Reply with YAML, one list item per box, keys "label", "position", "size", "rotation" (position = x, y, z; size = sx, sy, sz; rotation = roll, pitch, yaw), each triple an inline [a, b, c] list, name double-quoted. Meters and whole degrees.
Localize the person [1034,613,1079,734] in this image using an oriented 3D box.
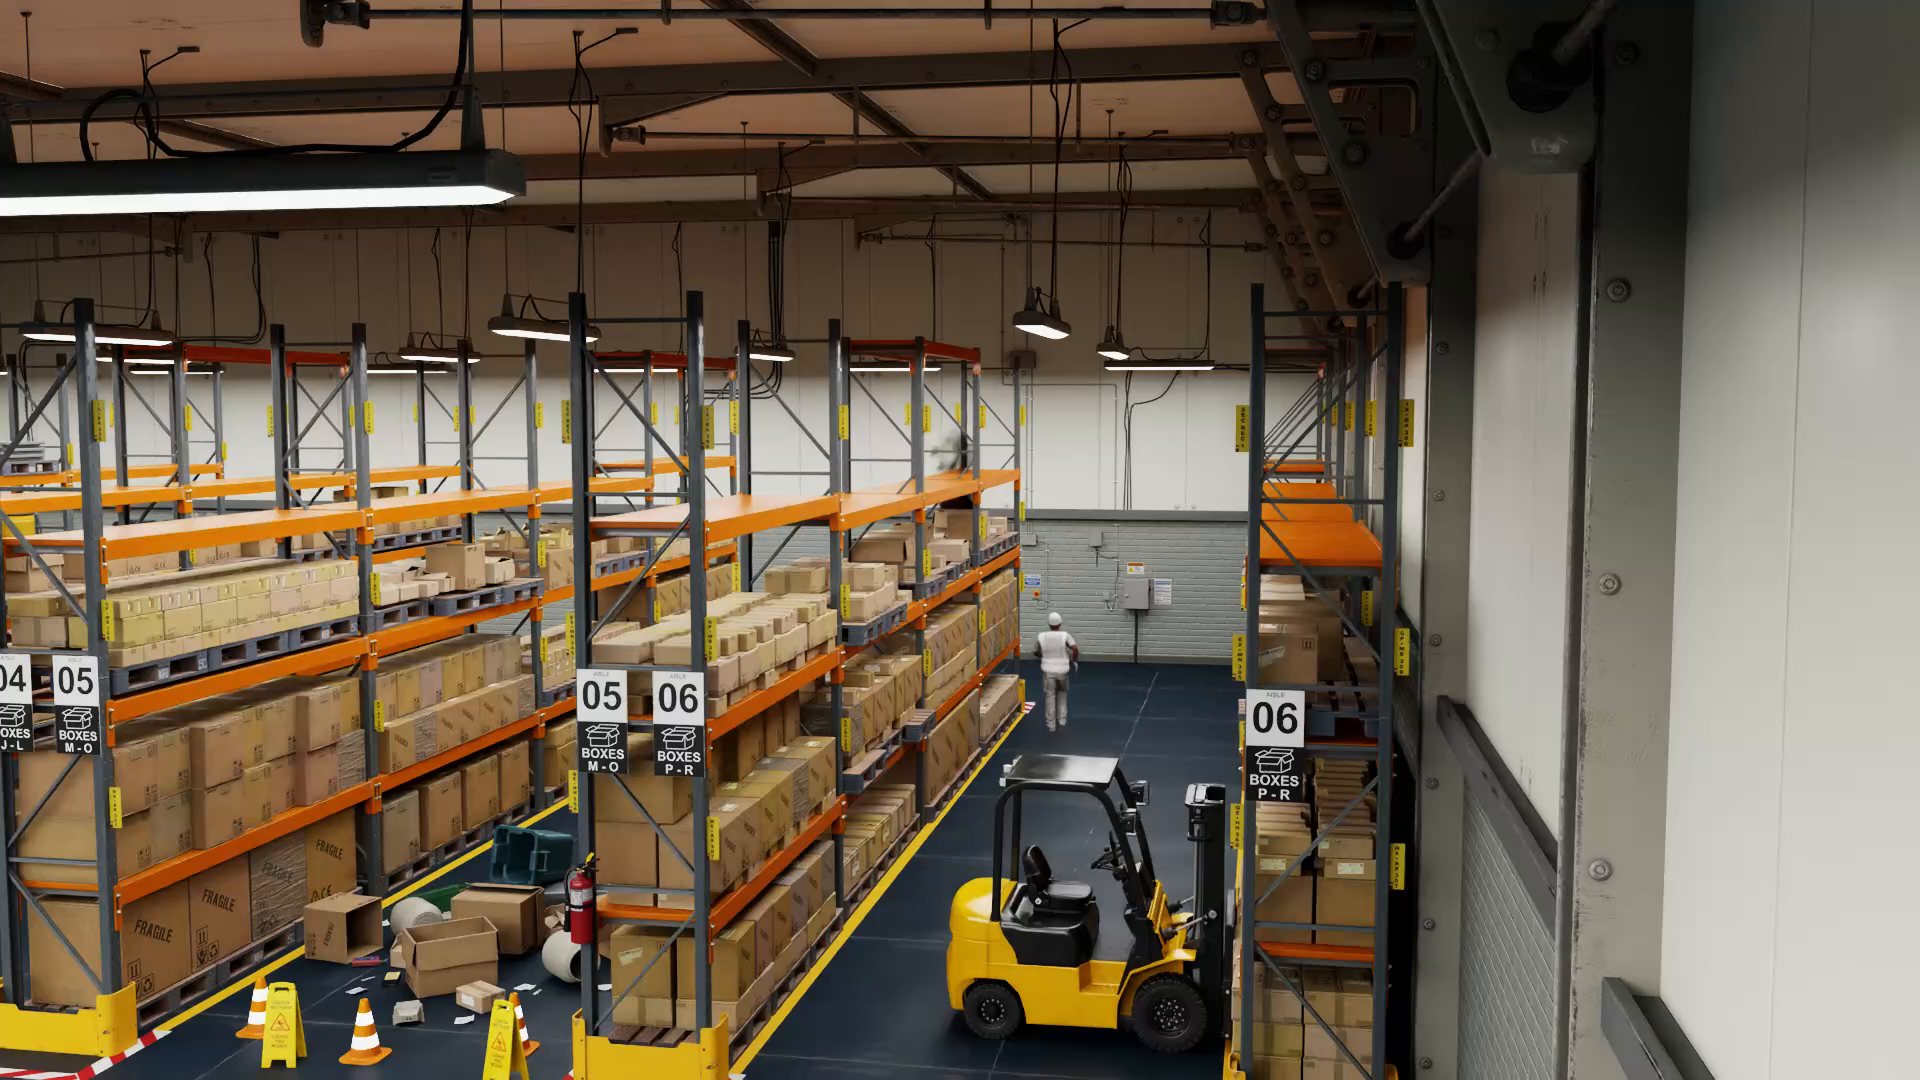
- label: "person"
  position: [1.431, 2.015, 24.880]
  size: [0.656, 1.881, 0.726]
  rotation: [0, 5, 0]
